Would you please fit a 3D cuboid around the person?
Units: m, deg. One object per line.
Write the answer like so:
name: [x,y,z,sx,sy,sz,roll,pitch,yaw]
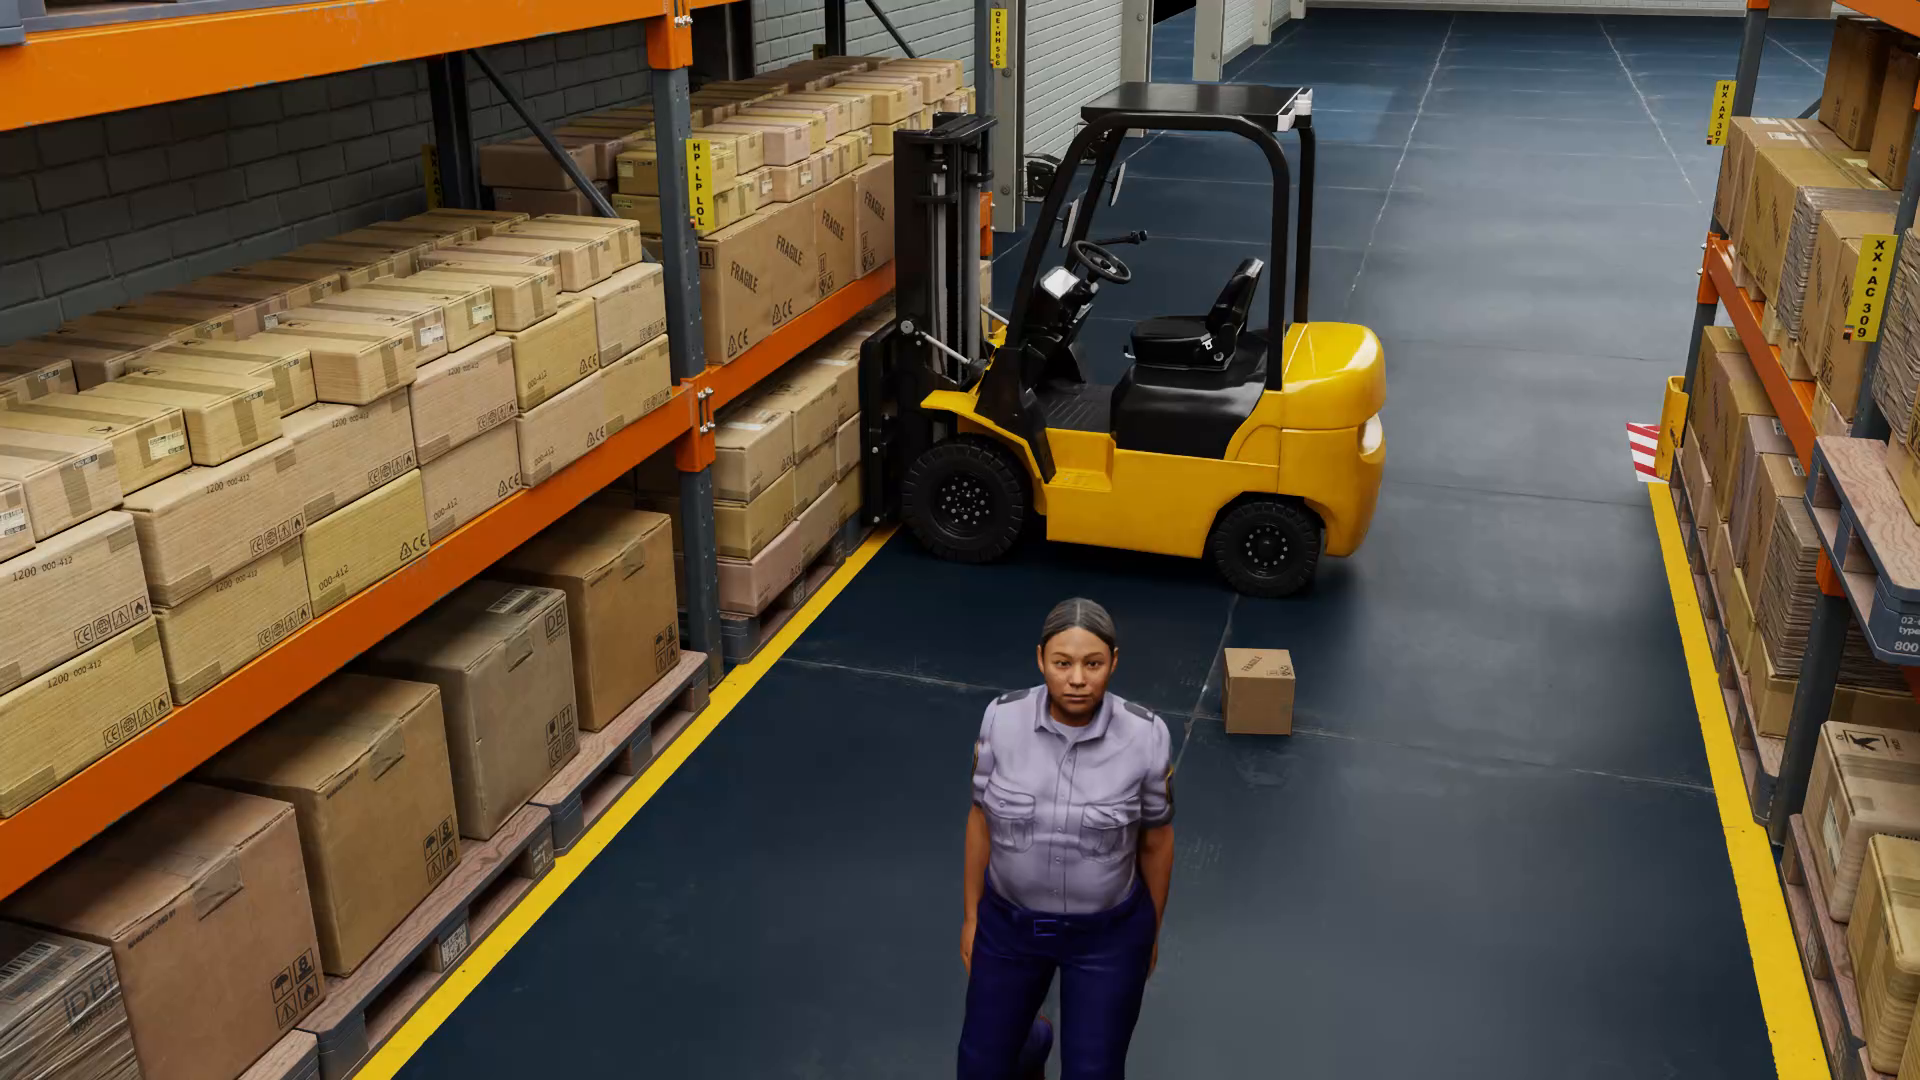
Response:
person: [0.247,0.883,3.871,0.482,1.630,0.607,5,23,12]
